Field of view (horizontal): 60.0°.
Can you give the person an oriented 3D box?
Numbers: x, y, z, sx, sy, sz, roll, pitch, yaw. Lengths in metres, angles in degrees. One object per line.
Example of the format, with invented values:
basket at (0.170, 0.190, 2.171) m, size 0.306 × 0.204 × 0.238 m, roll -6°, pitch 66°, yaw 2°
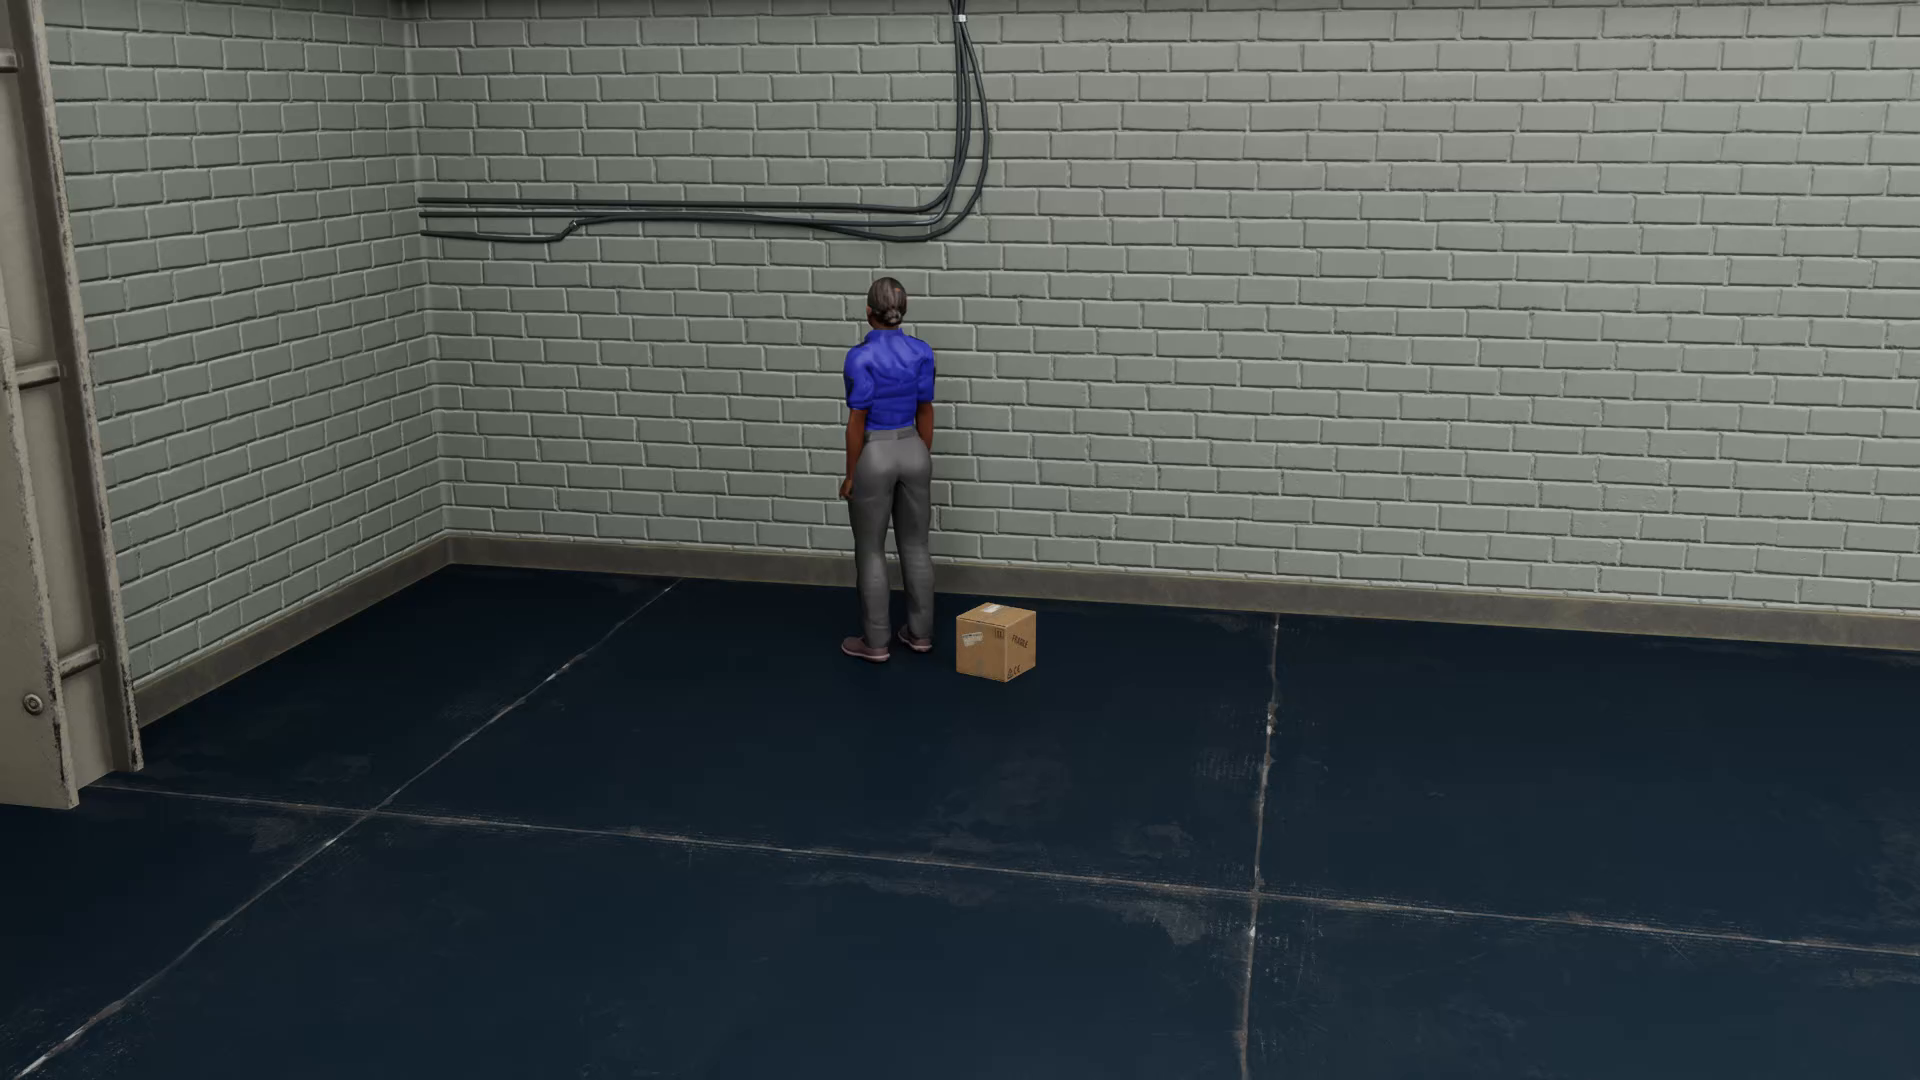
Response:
person at (-0.315, -0.304, 7.176) m, size 0.446 × 1.659 × 0.339 m, roll -9°, pitch 17°, yaw -29°
